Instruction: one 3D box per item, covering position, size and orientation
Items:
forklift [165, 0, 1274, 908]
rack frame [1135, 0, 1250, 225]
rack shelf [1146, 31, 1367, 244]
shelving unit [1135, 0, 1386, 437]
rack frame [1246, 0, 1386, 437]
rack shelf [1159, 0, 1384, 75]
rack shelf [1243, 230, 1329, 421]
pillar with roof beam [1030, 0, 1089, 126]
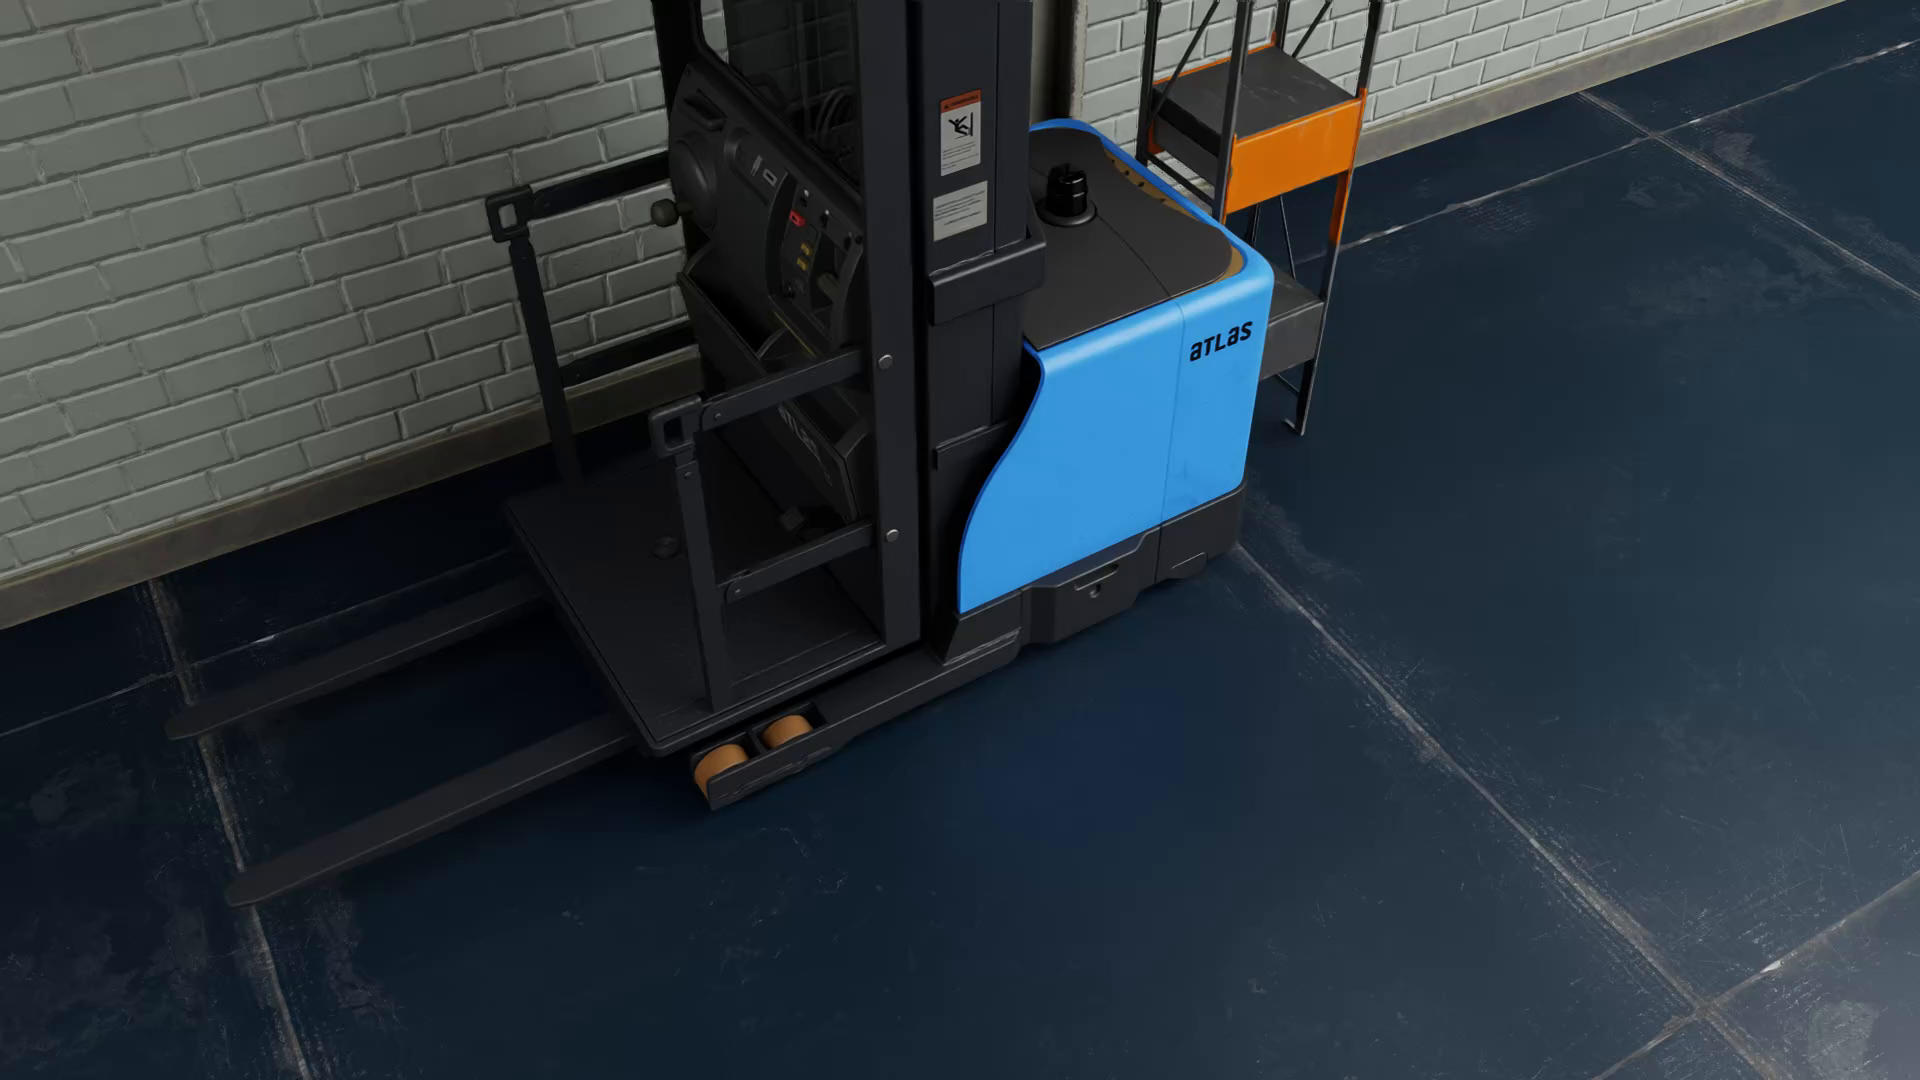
[{"bbox_3d":[-0.655,-0.759,3.927,3.031,2.935,1.130,-23,49,-22],"label":"forklift"},{"bbox_3d":[0.634,-1.042,4.816,0.015,2.100,0.400,-23,49,-22],"label":"rack frame"},{"bbox_3d":[0.841,-1.122,4.918,0.480,0.518,0.431,-23,49,-22],"label":"rack shelf"},{"bbox_3d":[0.841,-1.132,4.909,0.503,2.100,0.431,-23,49,-22],"label":"shelving unit"},{"bbox_3d":[1.048,-1.222,5.002,0.015,2.100,0.400,-23,49,-22],"label":"rack frame"},{"bbox_3d":[0.841,-1.625,4.431,0.480,0.518,0.431,-23,49,-22],"label":"rack shelf"},{"bbox_3d":[0.841,-0.620,5.406,0.480,0.518,0.431,-23,49,-22],"label":"rack shelf"},{"bbox_3d":[2.306,-1.479,0.312,0.400,9.000,9.100,-22,48,-21],"label":"pillar with roof beam"}]
